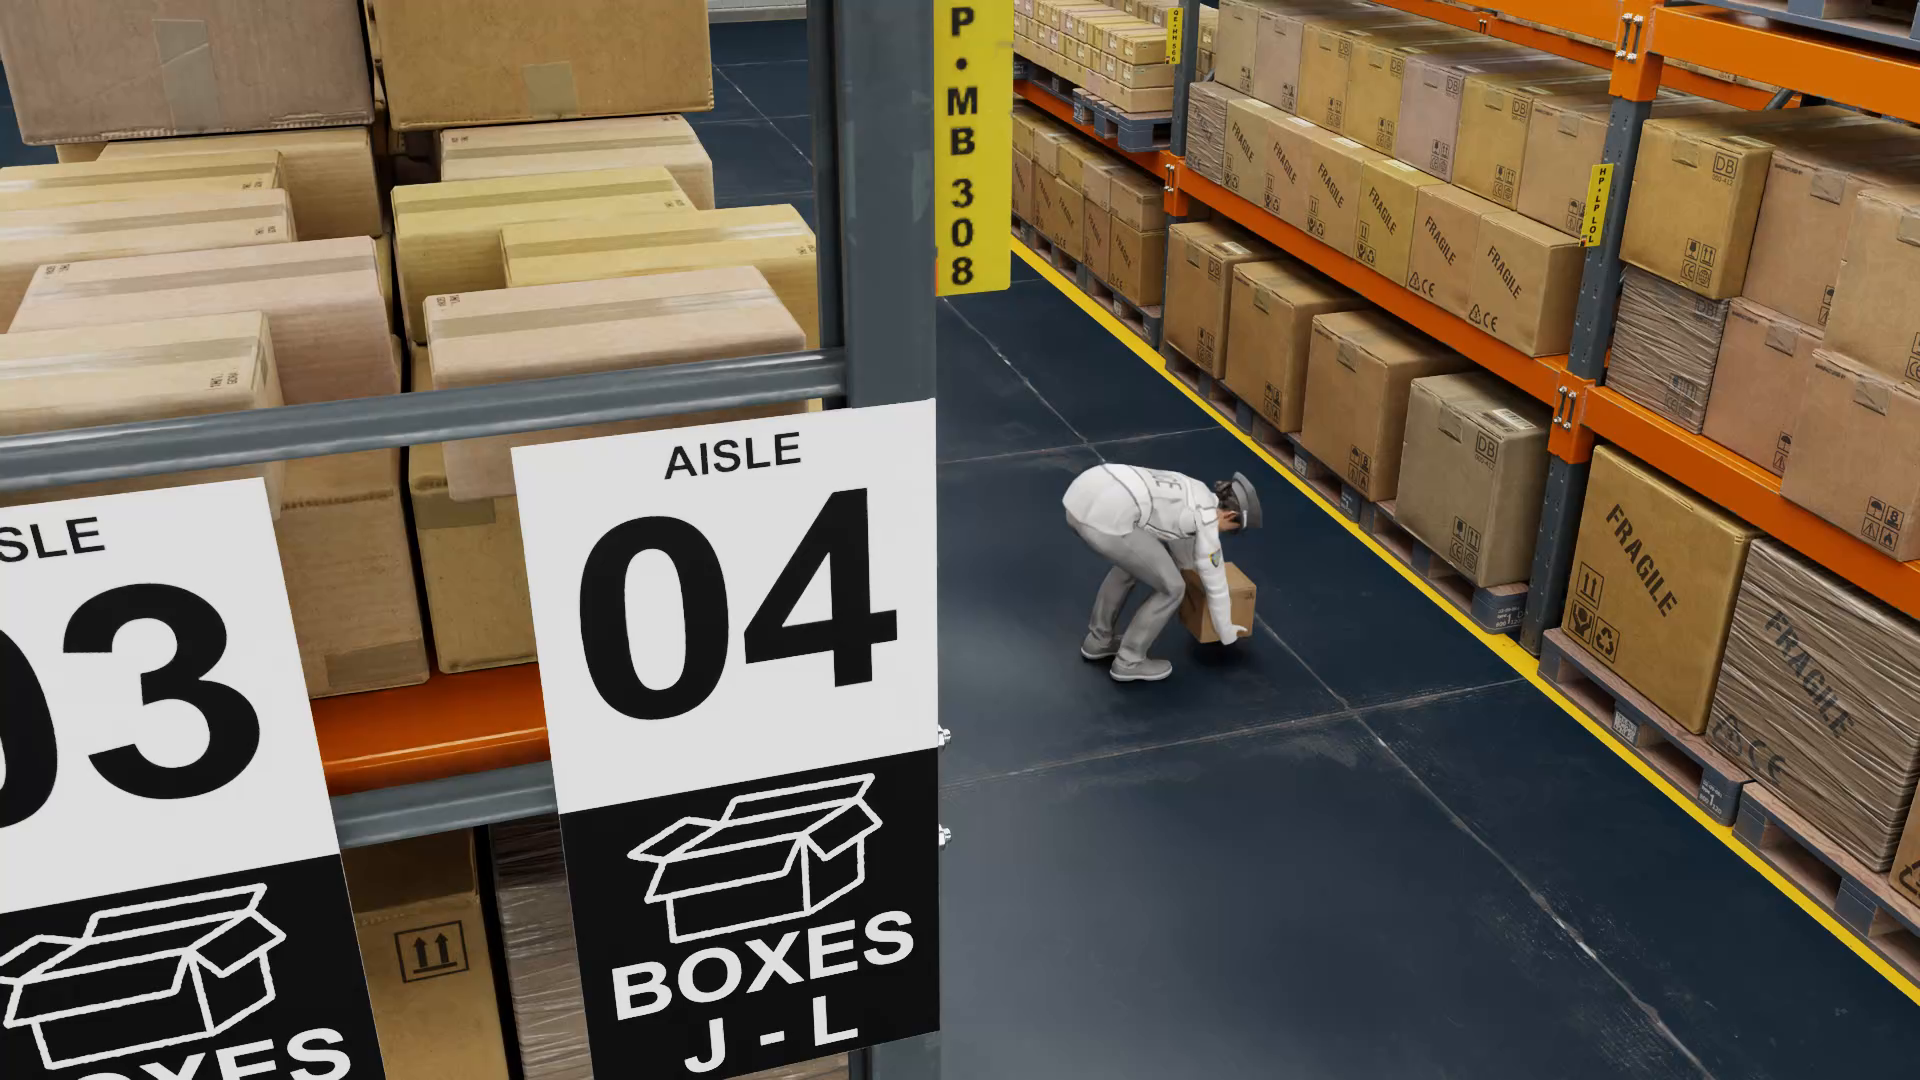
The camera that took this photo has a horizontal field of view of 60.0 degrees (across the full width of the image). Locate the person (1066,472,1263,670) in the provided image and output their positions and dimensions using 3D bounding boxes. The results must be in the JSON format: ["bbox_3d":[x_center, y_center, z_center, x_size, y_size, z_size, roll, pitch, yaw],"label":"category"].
[{"bbox_3d":[0.882,0.096,7.201,0.880,0.829,0.441,-10,28,-18],"label":"person"}]
